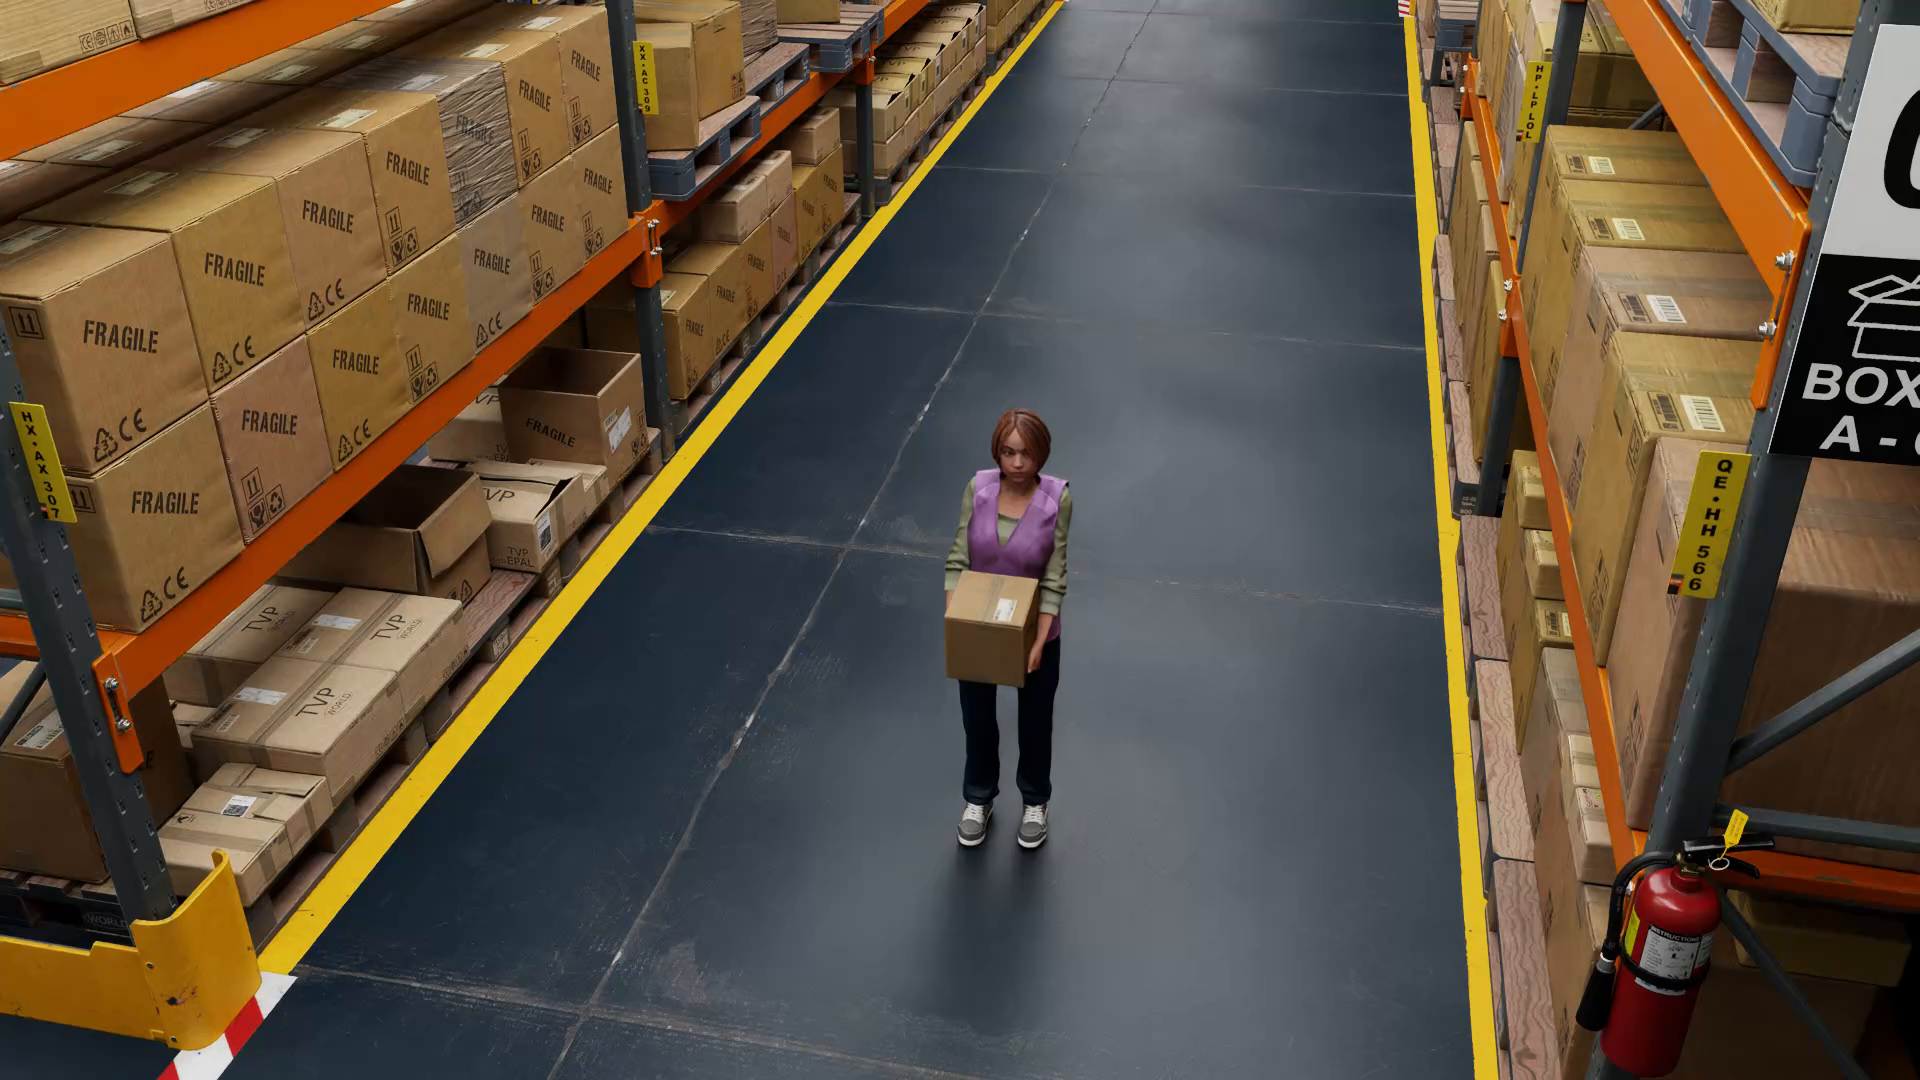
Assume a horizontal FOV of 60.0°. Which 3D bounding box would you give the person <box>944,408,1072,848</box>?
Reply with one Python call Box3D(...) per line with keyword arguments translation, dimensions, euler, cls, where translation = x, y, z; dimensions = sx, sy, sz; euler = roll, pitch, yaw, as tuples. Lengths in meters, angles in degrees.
Box3D(translation=(0.147, 0.350, 5.521), dimensions=(0.405, 1.588, 0.488), euler=(7, 30, 12), cls="person")
